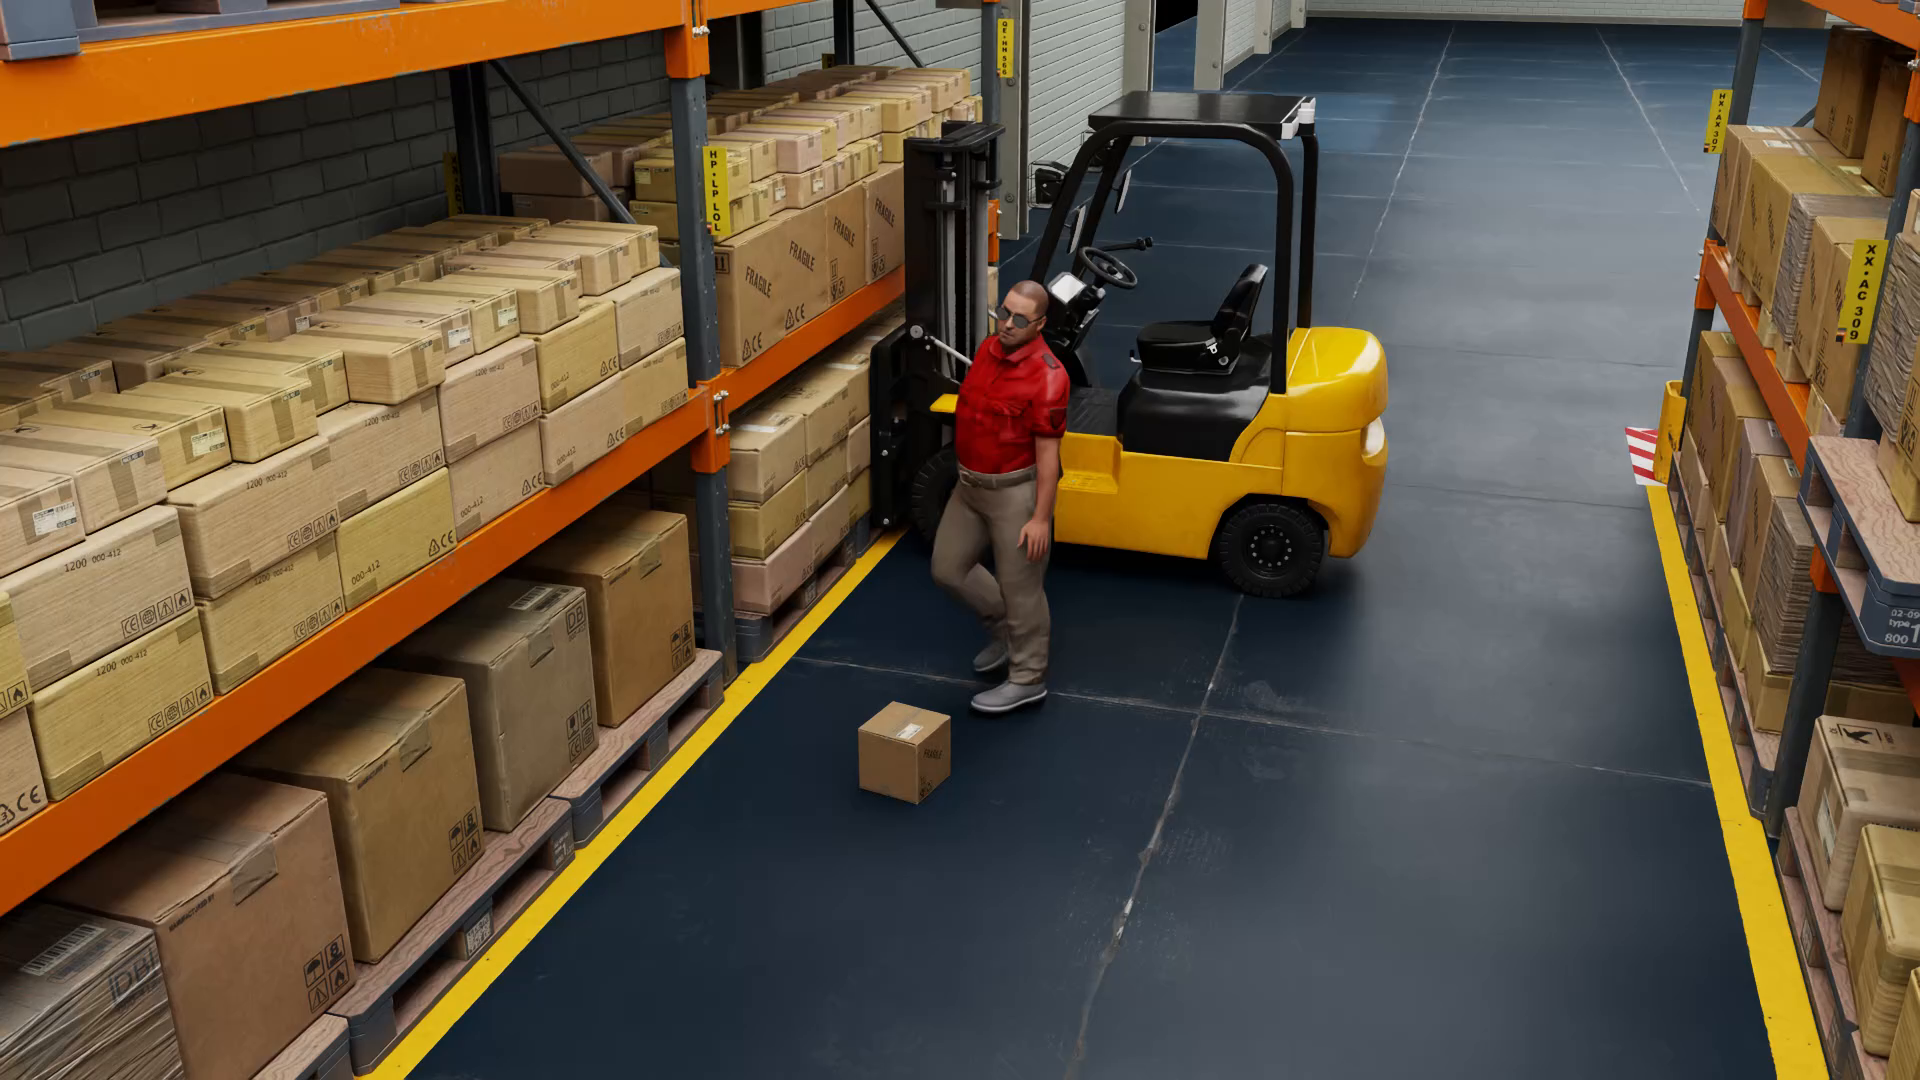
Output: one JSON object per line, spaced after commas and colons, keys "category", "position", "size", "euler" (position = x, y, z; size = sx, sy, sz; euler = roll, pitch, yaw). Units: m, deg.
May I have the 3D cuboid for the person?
{"category": "person", "position": [0.197, -0.169, 6.498], "size": [0.464, 1.727, 0.560], "euler": [-16, 27, -35]}
